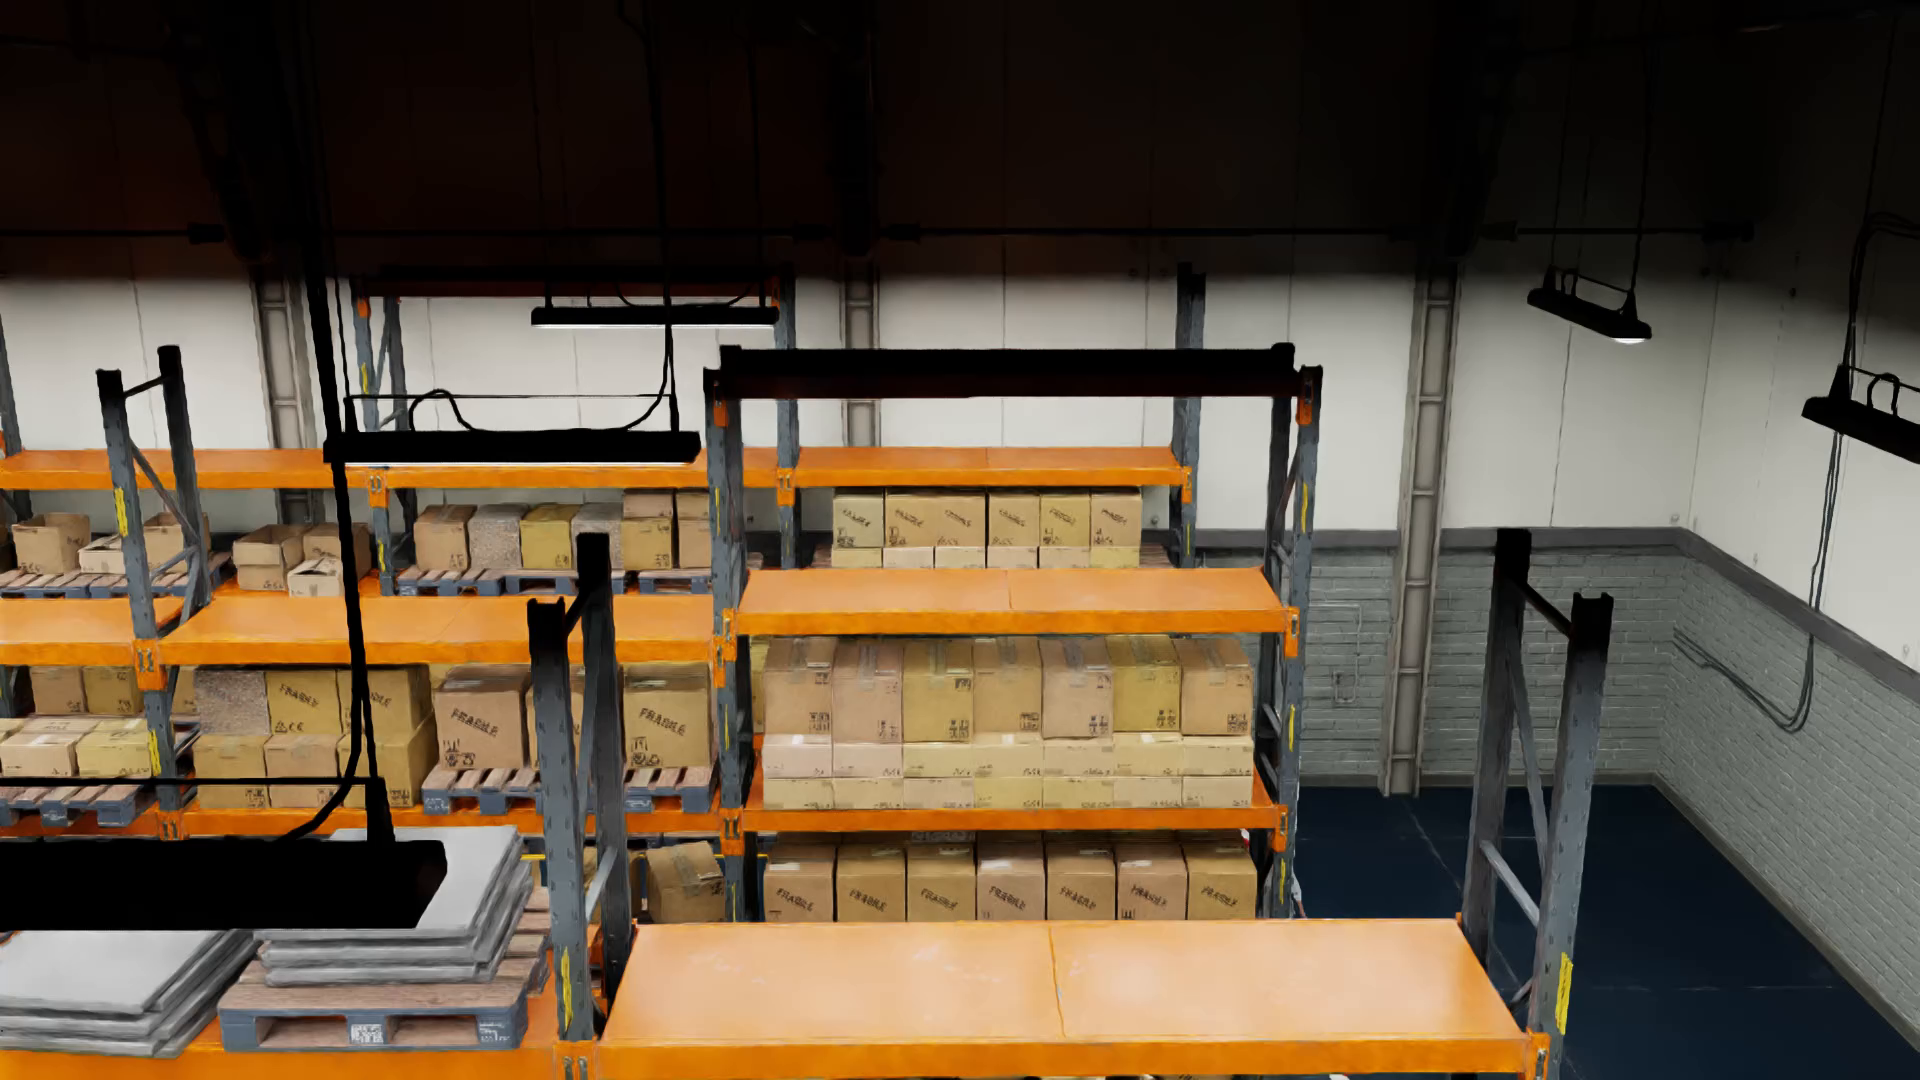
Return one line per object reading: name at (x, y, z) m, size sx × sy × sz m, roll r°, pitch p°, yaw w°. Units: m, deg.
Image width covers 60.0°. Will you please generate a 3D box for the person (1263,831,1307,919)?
person at (2.734, 3.264, 14.432) m, size 0.554 × 1.602 × 0.344 m, roll -3°, pitch 16°, yaw -9°
